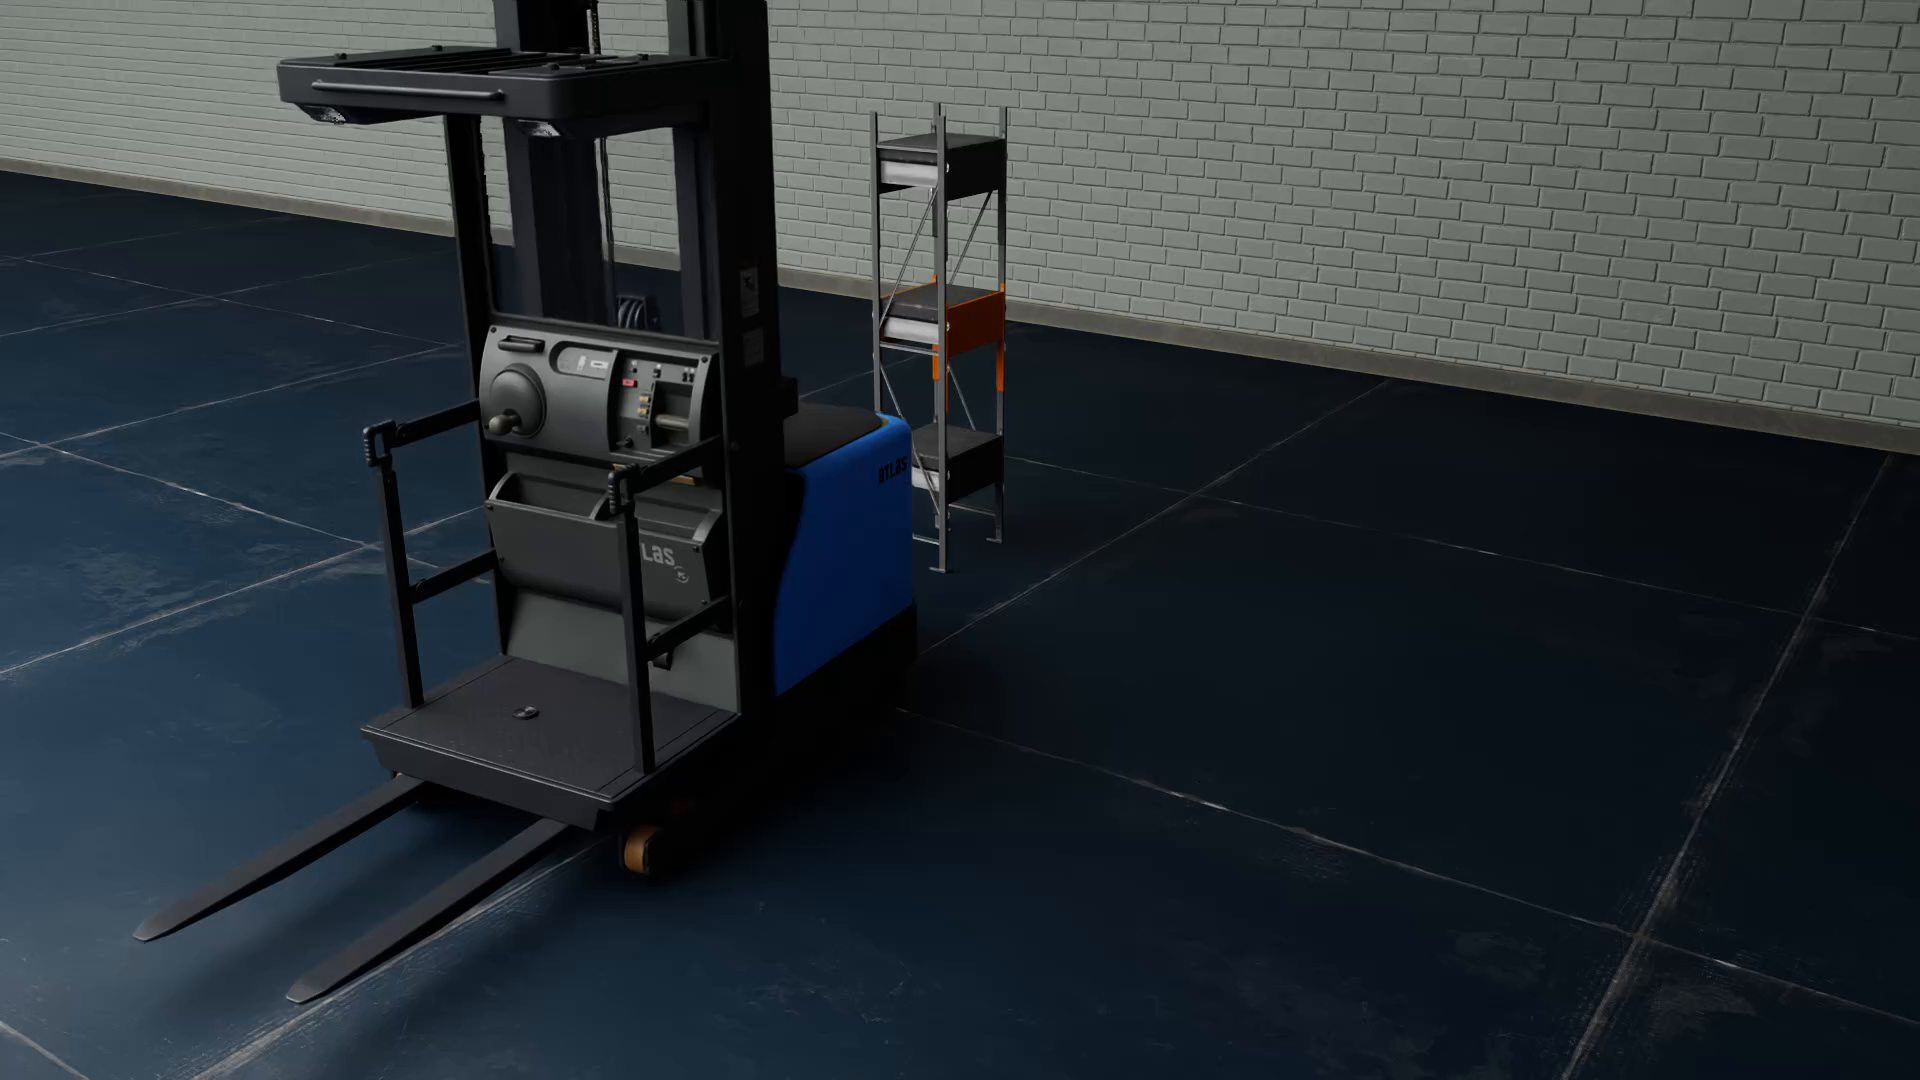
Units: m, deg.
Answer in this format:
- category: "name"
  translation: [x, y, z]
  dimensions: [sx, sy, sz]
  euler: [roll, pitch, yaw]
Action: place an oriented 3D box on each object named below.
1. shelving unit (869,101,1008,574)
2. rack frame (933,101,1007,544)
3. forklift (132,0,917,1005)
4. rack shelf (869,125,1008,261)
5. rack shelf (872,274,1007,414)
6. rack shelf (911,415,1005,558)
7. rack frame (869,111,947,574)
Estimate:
- category: "shelving unit"
  translation: [-0.093, -0.937, 7.772]
  dimensions: [0.431, 2.100, 0.503]
  euler: [13, 24, 32]
- category: "rack frame"
  translation: [0.044, -1.007, 7.962]
  dimensions: [0.400, 2.100, 0.015]
  euler: [13, 24, 32]
- category: "forklift"
  translation: [-1.309, -0.472, 5.315]
  dimensions: [1.130, 2.935, 3.031]
  euler: [10, 23, 26]
- category: "rack shelf"
  translation: [-0.093, -1.581, 7.534]
  dimensions: [0.431, 0.518, 0.480]
  euler: [13, 24, 32]
- category: "rack shelf"
  translation: [-0.093, -0.925, 7.777]
  dimensions: [0.431, 0.518, 0.480]
  euler: [13, 24, 32]
- category: "rack shelf"
  translation: [-0.093, -0.268, 8.020]
  dimensions: [0.431, 0.518, 0.480]
  euler: [13, 24, 32]
- category: "rack frame"
  translation: [-0.230, -0.867, 7.583]
  dimensions: [0.400, 2.100, 0.015]
  euler: [13, 24, 32]
